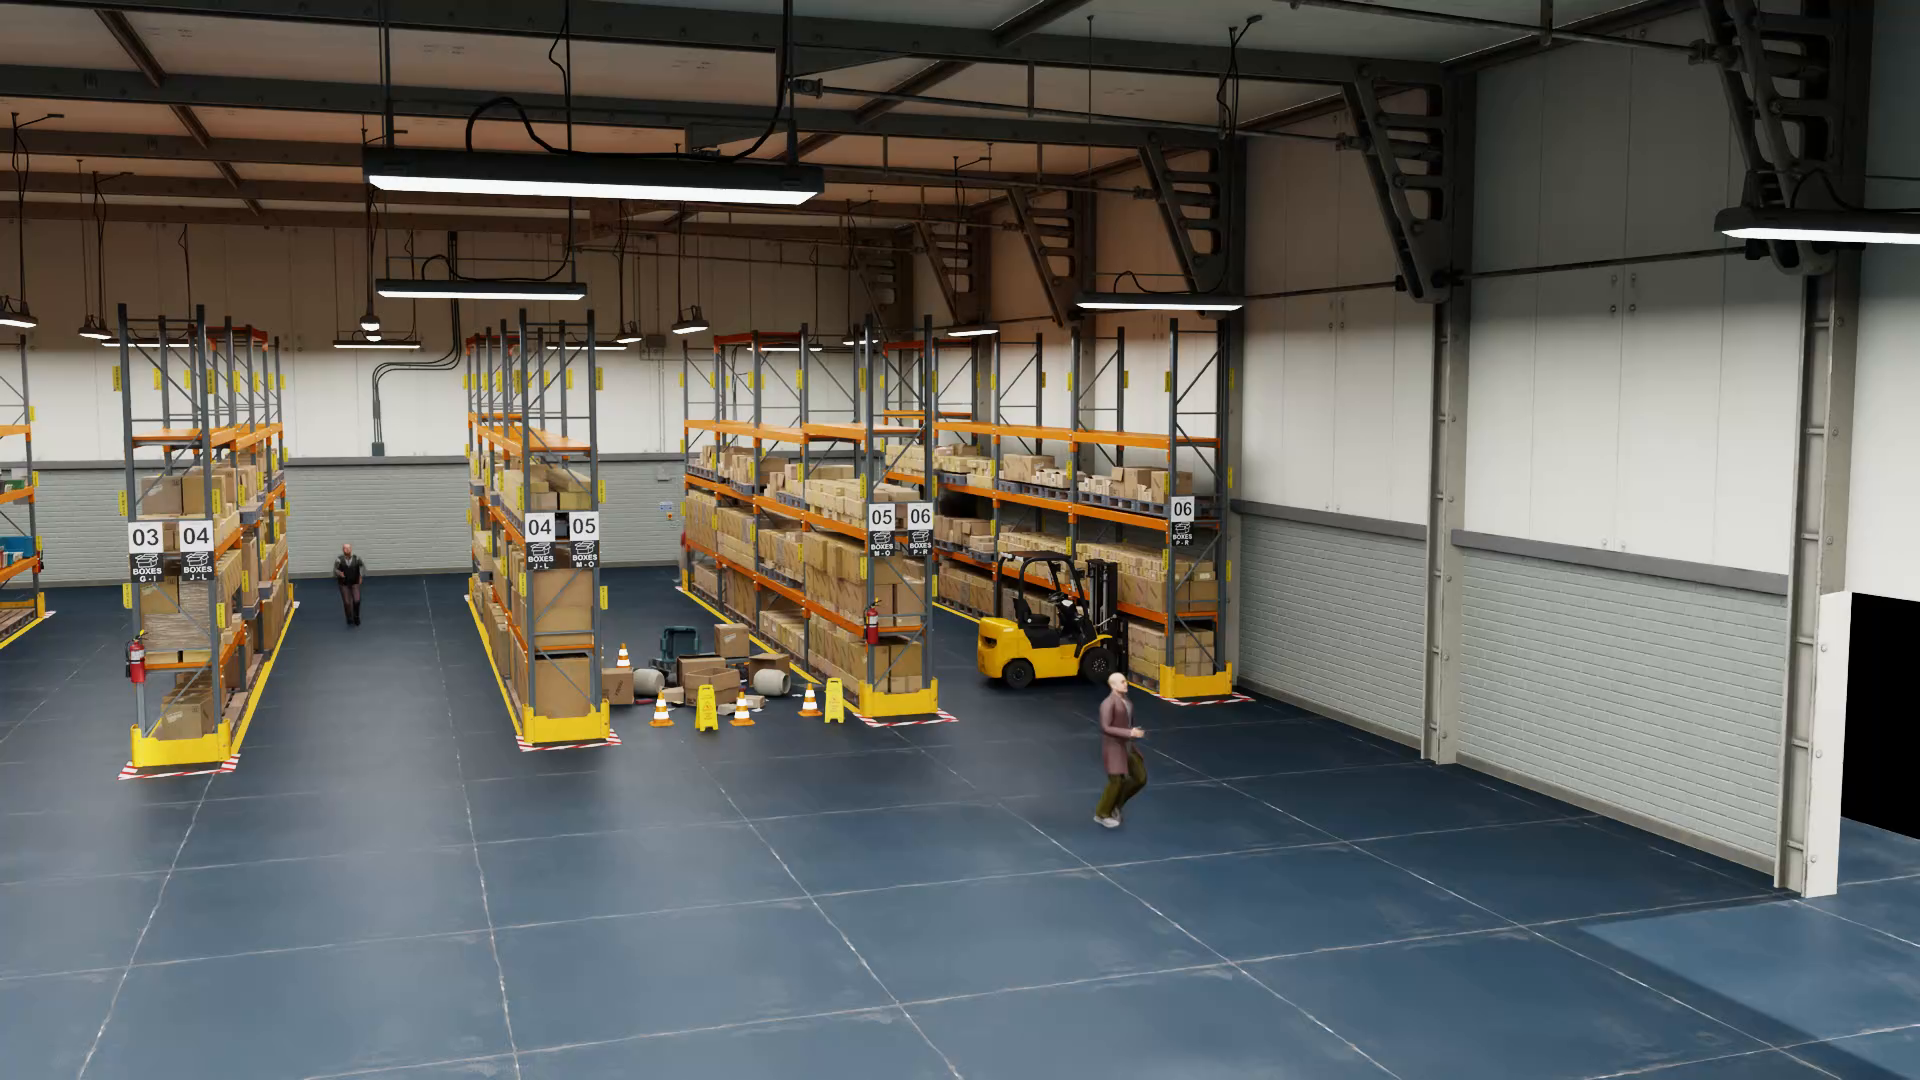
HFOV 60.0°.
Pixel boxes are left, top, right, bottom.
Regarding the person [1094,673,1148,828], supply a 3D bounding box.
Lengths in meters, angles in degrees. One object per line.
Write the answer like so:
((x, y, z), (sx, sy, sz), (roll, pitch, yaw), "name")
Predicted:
((1.810, 2.398, 18.612), (0.689, 1.675, 0.735), (4, 7, 35), "person")

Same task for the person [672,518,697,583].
((-6.736, 0.233, 41.272), (0.894, 1.689, 0.731), (0, 5, -1), "person")

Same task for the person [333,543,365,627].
((-12.490, 0.928, 34.043), (0.633, 1.715, 0.689), (-2, 6, -22), "person")
